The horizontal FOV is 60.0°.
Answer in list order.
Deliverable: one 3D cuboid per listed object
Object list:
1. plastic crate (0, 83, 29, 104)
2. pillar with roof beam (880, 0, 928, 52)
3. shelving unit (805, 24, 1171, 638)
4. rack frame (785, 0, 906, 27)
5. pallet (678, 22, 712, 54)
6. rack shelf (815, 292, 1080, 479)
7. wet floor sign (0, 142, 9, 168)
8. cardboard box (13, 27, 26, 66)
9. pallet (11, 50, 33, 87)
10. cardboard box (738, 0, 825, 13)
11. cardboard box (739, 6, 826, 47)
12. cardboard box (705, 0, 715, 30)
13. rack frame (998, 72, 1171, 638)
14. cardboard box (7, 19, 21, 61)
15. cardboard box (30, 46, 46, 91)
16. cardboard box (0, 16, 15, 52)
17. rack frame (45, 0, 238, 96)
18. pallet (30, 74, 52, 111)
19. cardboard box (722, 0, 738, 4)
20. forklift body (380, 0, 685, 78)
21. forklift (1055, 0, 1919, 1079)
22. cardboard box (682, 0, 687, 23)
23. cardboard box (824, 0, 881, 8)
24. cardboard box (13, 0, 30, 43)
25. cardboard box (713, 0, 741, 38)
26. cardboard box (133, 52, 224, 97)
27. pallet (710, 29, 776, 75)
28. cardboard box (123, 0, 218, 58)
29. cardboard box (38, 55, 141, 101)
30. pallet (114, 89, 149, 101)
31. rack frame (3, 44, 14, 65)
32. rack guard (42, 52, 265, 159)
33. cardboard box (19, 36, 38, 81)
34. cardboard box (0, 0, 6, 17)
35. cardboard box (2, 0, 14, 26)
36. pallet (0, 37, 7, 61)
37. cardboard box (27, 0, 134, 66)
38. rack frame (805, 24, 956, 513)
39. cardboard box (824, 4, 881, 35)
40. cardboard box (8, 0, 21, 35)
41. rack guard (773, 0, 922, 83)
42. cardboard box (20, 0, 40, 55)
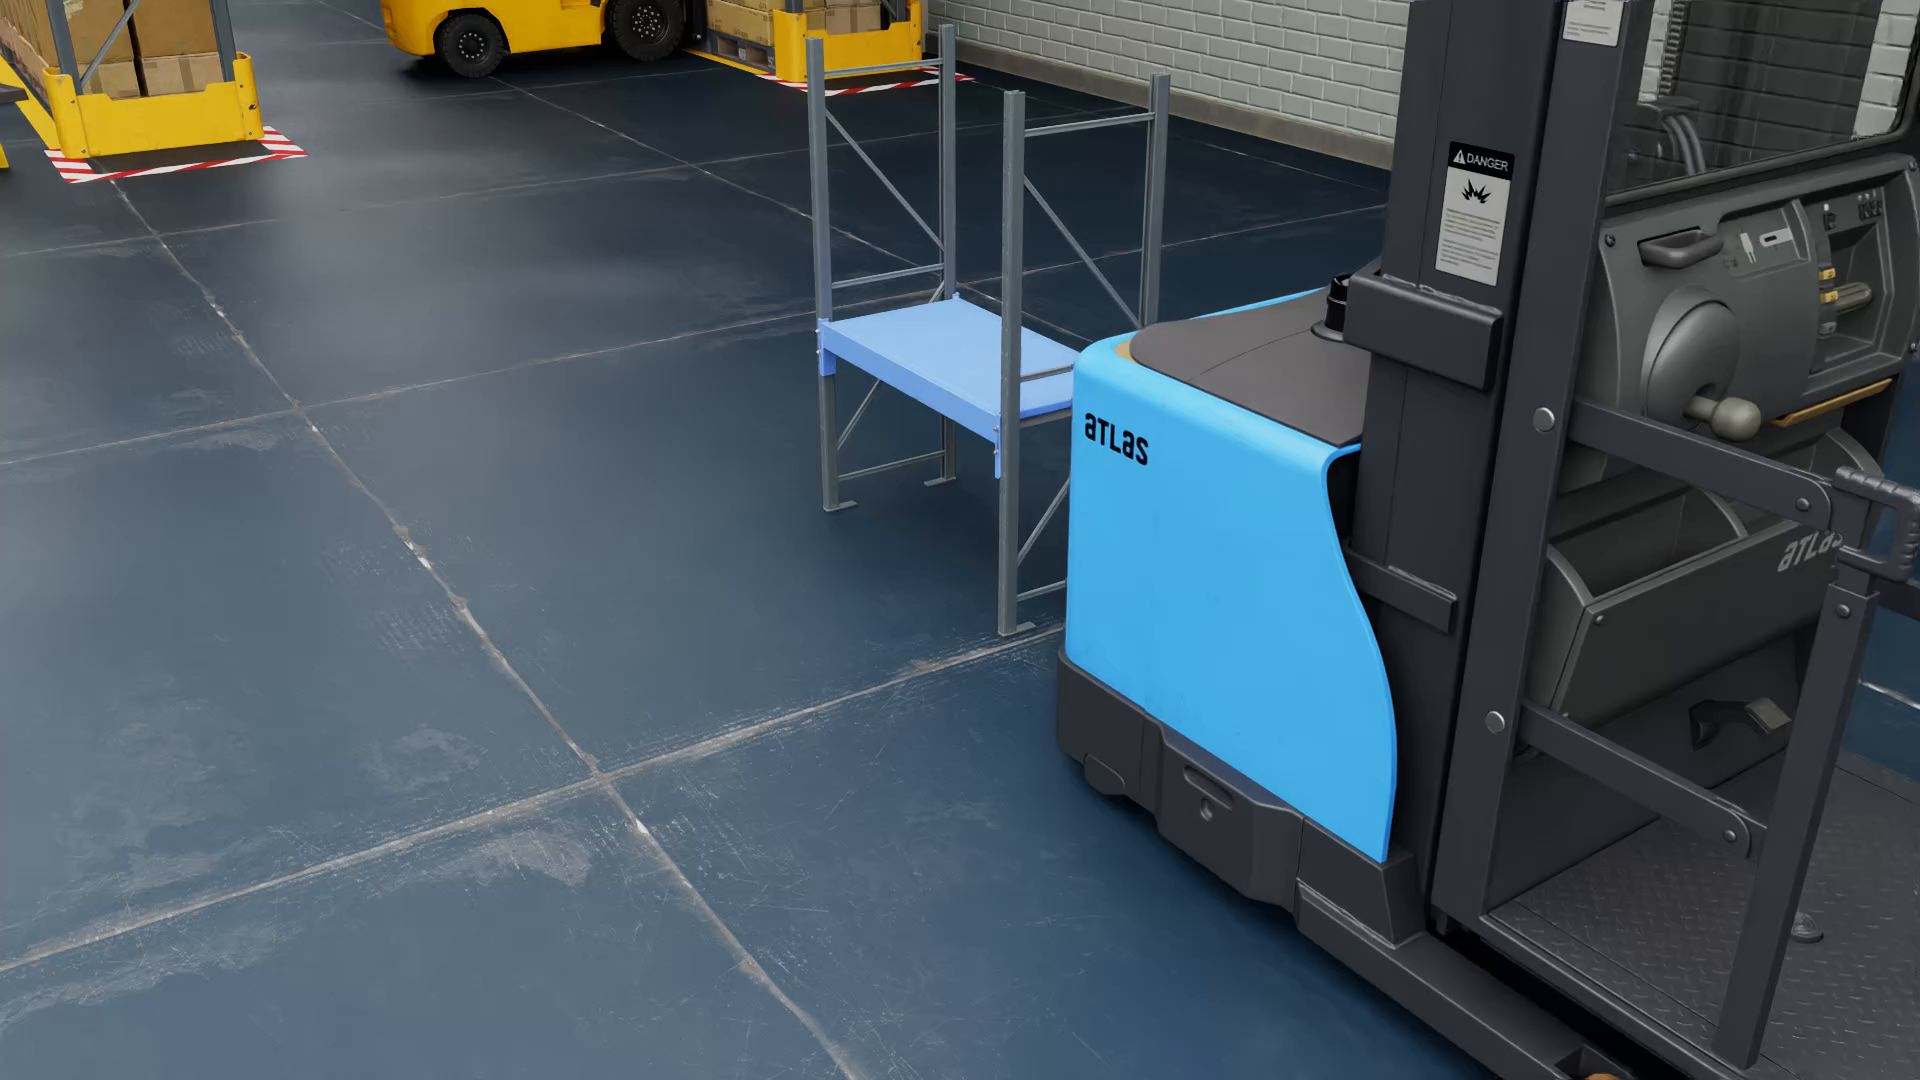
[{"bbox_3d":[-7.041,-3.213,11.962,0.583,0.080,0.402,18,31,33],"label":"plastic crate"},{"bbox_3d":[-4.103,-7.182,9.923,9.100,9.000,0.400,-16,29,-30],"label":"pillar with roof beam"},{"bbox_3d":[0.047,-0.648,4.865,0.538,1.500,1.048,-16,29,-30],"label":"shelving unit"},{"bbox_3d":[-0.871,-5.013,12.356,1.000,3.000,0.127,-16,29,-30],"label":"rack frame"},{"bbox_3d":[-1.985,-4.452,14.433,1.003,0.211,1.213,-16,29,-30],"label":"pallet"},{"bbox_3d":[0.047,-0.485,4.942,0.538,0.185,1.000,-16,29,-30],"label":"rack shelf"},{"bbox_3d":[-5.820,-2.473,9.733,0.267,0.644,0.232,-6,26,-12],"label":"wet floor sign"},{"bbox_3d":[-6.523,-3.581,12.051,0.500,0.250,0.500,-16,30,-30],"label":"cardboard box"},{"bbox_3d":[-6.815,-3.793,13.037,1.003,0.211,1.213,-16,29,-30],"label":"pallet"},{"bbox_3d":[-1.398,-4.287,12.961,0.500,0.250,0.500,-16,30,-30],"label":"cardboard box"},{"bbox_3d":[-1.392,-4.054,13.053,0.500,0.250,0.500,-15,29,-29],"label":"cardboard box"},{"bbox_3d":[-1.921,-4.415,13.818,0.500,0.250,0.500,-15,29,-29],"label":"cardboard box"},{"bbox_3d":[0.324,-0.466,4.480,0.500,1.500,0.032,-16,29,-30],"label":"rack frame"},{"bbox_3d":[-6.814,-3.770,12.452,0.500,0.250,0.500,-14,29,-27],"label":"cardboard box"},{"bbox_3d":[-5.970,-3.215,11.276,0.500,0.250,0.500,-15,29,-29],"label":"cardboard box"},{"bbox_3d":[-7.115,-3.958,12.851,0.500,0.250,0.500,-17,30,-32],"label":"cardboard box"},{"bbox_3d":[-5.027,-3.855,9.903,1.000,3.000,0.127,-16,29,-30],"label":"rack frame"},{"bbox_3d":[-6.145,-3.356,12.112,1.003,0.211,1.213,-16,29,-30],"label":"pallet"},{"bbox_3d":[-1.663,-4.469,13.346,0.500,0.250,0.500,-16,30,-30],"label":"cardboard box"},{"bbox_3d":[-3.434,-4.883,13.073,2.313,2.155,1.214,-16,29,-30],"label":"forklift body"},{"bbox_3d":[1.488,-0.387,2.636,1.130,2.935,3.031,-17,30,-31],"label":"forklift"},{"bbox_3d":[-2.223,-4.596,14.201,0.500,0.250,0.500,-15,29,-28],"label":"cardboard box"},{"bbox_3d":[-0.953,-4.402,13.205,0.500,0.250,0.500,-15,29,-29],"label":"cardboard box"},{"bbox_3d":[-6.241,-3.735,11.498,0.500,0.500,0.500,-16,30,-31],"label":"cardboard box"},{"bbox_3d":[-1.655,-4.234,13.435,0.500,0.250,0.500,-16,29,-30],"label":"cardboard box"},{"bbox_3d":[-5.236,-3.155,11.148,0.500,0.250,0.500,-16,30,-30],"label":"cardboard box"},{"bbox_3d":[-1.323,-4.016,13.510,1.003,0.211,1.213,-16,29,-30],"label":"pallet"},{"bbox_3d":[-5.250,-3.502,11.006,0.500,0.500,0.500,-17,30,-31],"label":"cardboard box"},{"bbox_3d":[-5.707,-3.037,10.898,0.500,0.250,0.500,-16,29,-30],"label":"cardboard box"},{"bbox_3d":[-5.483,-2.920,11.189,1.003,0.211,1.213,-16,29,-30],"label":"pallet"},{"bbox_3d":[-7.211,-5.286,12.934,1.000,3.000,0.127,-16,29,-30],"label":"rack frame"},{"bbox_3d":[-5.069,-2.752,10.494,1.175,0.500,0.348,-16,29,-30],"label":"rack guard"},{"bbox_3d":[-6.261,-3.401,11.670,0.500,0.250,0.500,-17,30,-31],"label":"cardboard box"},{"bbox_3d":[-7.115,-4.298,12.690,0.500,0.500,0.500,-14,29,-27],"label":"cardboard box"},{"bbox_3d":[-6.813,-4.109,12.291,0.500,0.500,0.500,-14,29,-28],"label":"cardboard box"},{"bbox_3d":[-7.637,-4.303,14.118,1.003,0.211,1.213,-16,29,-30],"label":"pallet"},{"bbox_3d":[-5.683,-3.367,10.718,0.500,0.500,0.500,-15,29,-29],"label":"cardboard box"},{"bbox_3d":[-0.231,-0.830,5.250,0.500,1.500,0.032,-16,29,-30],"label":"rack frame"},{"bbox_3d":[-0.975,-4.181,13.322,0.500,0.250,0.500,-15,29,-29],"label":"cardboard box"},{"bbox_3d":[-6.531,-3.923,11.897,0.500,0.500,0.500,-14,29,-27],"label":"cardboard box"},{"bbox_3d":[-0.858,-3.874,12.871,1.175,0.500,0.348,-16,29,-30],"label":"rack guard"},{"bbox_3d":[-5.971,-3.552,11.112,0.500,0.500,0.500,-14,29,-28],"label":"cardboard box"}]
